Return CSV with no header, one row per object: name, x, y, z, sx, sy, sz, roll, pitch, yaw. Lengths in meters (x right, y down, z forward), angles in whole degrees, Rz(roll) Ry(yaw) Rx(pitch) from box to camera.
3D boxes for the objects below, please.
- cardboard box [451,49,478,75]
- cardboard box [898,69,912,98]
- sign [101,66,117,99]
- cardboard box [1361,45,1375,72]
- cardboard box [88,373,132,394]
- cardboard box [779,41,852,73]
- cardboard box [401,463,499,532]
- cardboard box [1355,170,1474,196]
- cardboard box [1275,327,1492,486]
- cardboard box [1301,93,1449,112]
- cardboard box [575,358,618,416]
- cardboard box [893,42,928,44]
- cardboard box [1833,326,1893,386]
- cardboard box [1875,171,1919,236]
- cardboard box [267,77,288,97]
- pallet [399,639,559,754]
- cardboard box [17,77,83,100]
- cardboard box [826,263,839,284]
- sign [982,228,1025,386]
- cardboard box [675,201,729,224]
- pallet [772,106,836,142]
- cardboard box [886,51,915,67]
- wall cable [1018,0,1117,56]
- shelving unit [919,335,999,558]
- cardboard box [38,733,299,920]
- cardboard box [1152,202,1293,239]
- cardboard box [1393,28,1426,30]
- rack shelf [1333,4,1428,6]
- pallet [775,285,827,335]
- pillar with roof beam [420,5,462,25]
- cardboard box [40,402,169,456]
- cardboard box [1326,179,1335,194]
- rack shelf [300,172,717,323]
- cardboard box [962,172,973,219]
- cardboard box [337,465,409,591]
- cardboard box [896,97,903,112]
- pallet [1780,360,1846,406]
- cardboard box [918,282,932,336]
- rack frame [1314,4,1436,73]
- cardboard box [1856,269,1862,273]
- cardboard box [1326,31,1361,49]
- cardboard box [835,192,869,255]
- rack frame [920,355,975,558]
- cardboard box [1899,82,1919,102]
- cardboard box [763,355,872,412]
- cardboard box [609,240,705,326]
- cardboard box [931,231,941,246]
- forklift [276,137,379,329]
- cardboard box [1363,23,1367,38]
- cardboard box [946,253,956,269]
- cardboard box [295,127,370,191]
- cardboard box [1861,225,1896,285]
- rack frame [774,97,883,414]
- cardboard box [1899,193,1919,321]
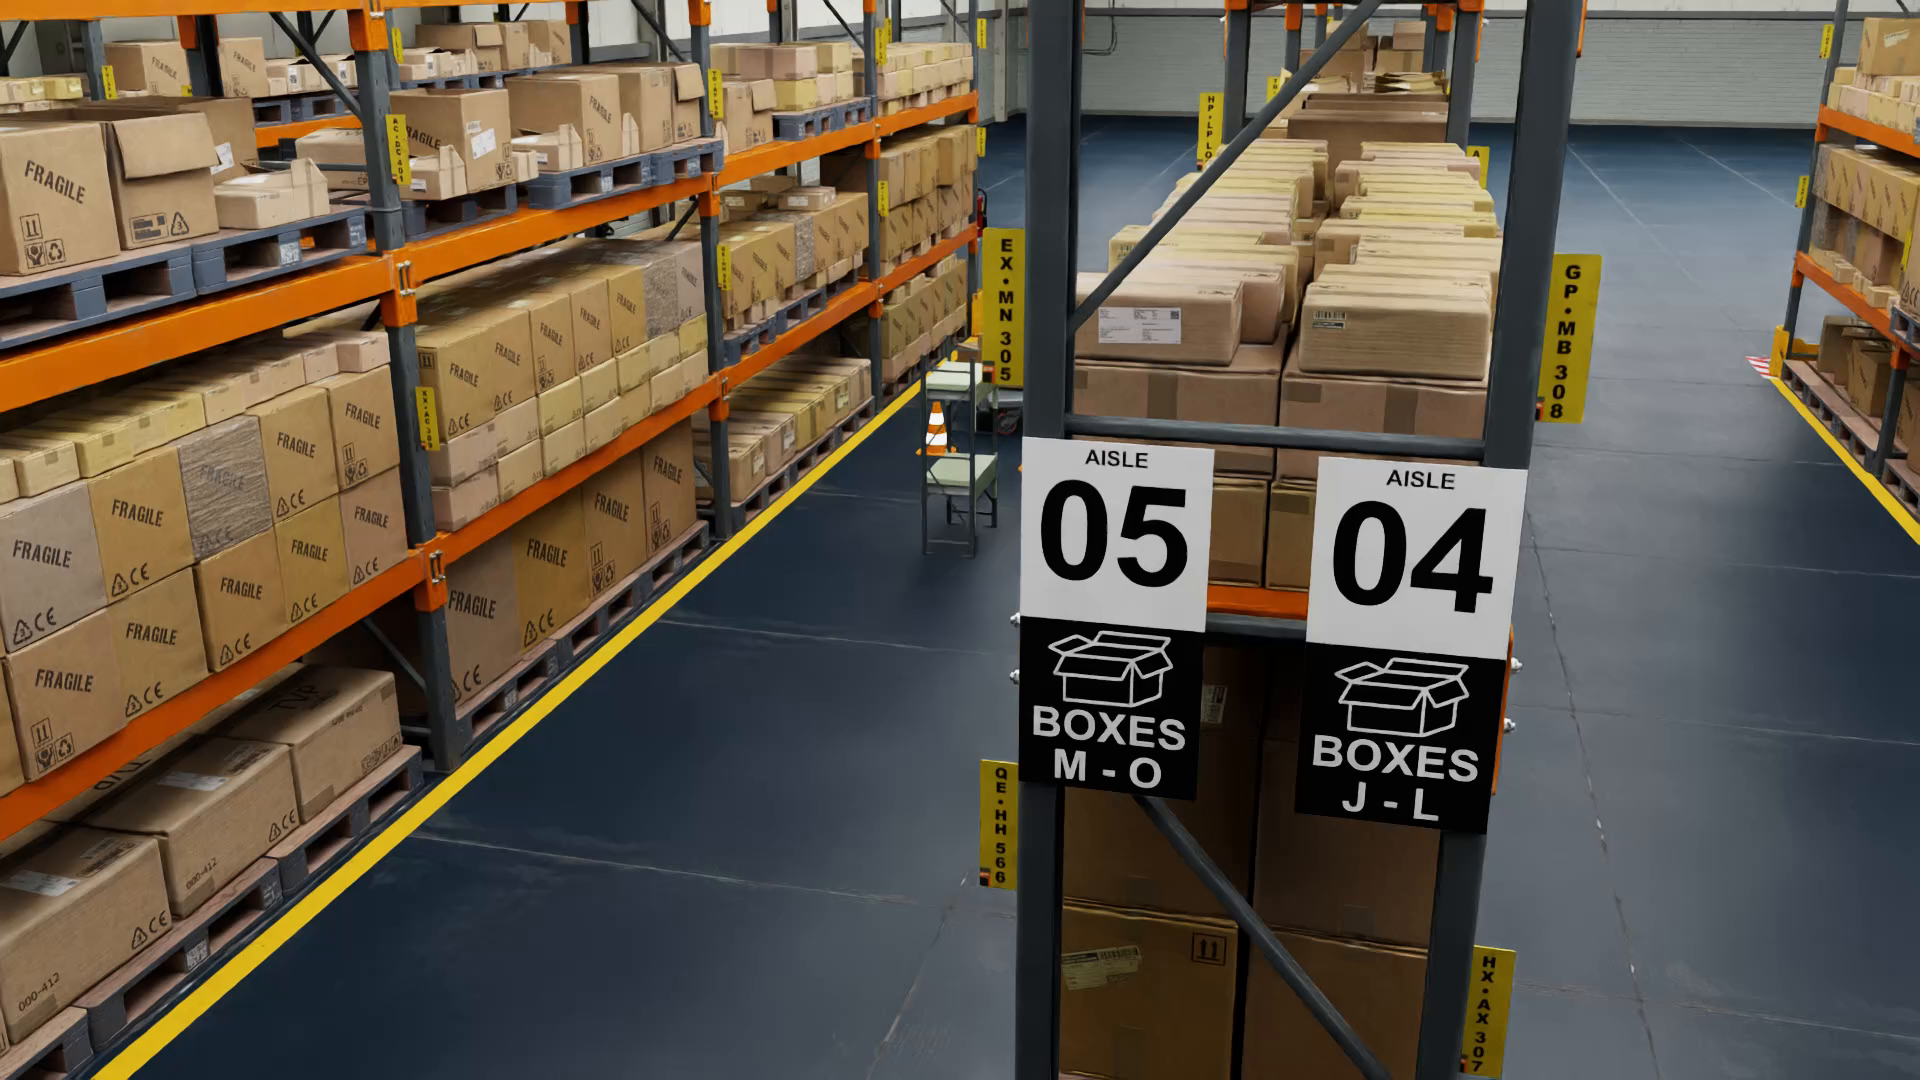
cardboard box,-5.421,-5.147,17.880,0.396,0.266,0.258,4,19,12
cardboard box,-0.774,-4.481,16.298,0.500,0.250,0.500,4,19,13
sign,-6.530,-3.471,12.769,0.100,0.325,0.005,5,19,13
cardboard box,3.556,-4.423,15.322,0.500,0.250,0.500,5,19,13
cardboard box,-3.829,-0.636,7.203,0.380,0.149,0.250,4,19,12
cardboard box,-1.282,-4.306,14.820,0.500,0.250,0.500,5,20,15
cardboard box,-2.855,-0.252,9.017,0.500,0.250,0.500,4,19,12
cardboard box,1.548,-1.173,5.683,0.380,0.149,0.250,4,19,11
cardboard box,0.990,-0.298,3.738,0.500,0.250,0.500,5,19,14
cardboard box,2.111,-1.988,8.416,0.797,0.503,0.637,4,19,13
cardboard box,-2.467,-0.968,10.338,0.500,0.250,0.500,4,19,12
cardboard box,-0.572,-5.550,18.810,0.380,0.149,0.250,5,19,13
cardboard box,9.041,-1.816,16.581,0.500,0.500,0.500,10,21,28
cardboard box,8.309,-2.912,14.410,0.500,0.500,0.500,5,19,13
cardboard box,-6.241,-4.041,14.820,0.380,0.149,0.250,4,19,13
pallet,-3.103,0.866,9.826,1.003,0.211,1.213,5,19,13
cardboard box,-6.853,-3.397,12.508,0.380,0.149,0.250,5,20,15
cardboard box,-1.291,-2.365,14.710,0.380,0.149,0.250,5,19,14
sign,0.095,-0.482,3.446,0.100,0.325,0.005,5,19,13
cardboard box,-2.115,-2.689,13.650,0.380,0.149,0.250,4,19,11
pallet,-1.769,-3.534,14.042,1.213,0.211,1.003,5,19,13
cardboard box,-0.661,-4.792,16.591,0.380,0.149,0.250,4,19,12
wall cable,3.187,-15.802,49.834,3.097,2.526,0.112,5,19,13
shelving unit,0.002,-0.712,12.451,0.431,1.500,0.755,5,19,13
cardboard box,-3.695,1.277,7.623,0.875,0.438,0.875,4,19,12
cardboard box,0.768,-0.893,4.863,0.380,0.149,0.250,5,20,15
cardboard box,4.226,-4.685,15.474,0.380,0.149,0.250,5,19,14
rack shelf,4.049,-5.290,15.986,1.077,0.370,4.000,5,19,13
pallet,-1.798,-1.993,14.177,1.003,0.211,1.213,5,19,13
pillar with roof beam,-1.971,-6.710,18.410,9.100,9.000,0.400,5,19,13
cardboard box,-3.405,-0.438,6.624,0.380,0.149,0.250,5,19,13
cardboard box,1.256,-1.300,6.671,0.500,0.250,0.500,5,20,15
rack shelf,-2.730,-1.912,10.117,1.077,0.370,4.000,5,19,13
cardboard box,-0.152,-3.963,19.036,0.500,0.500,0.500,4,19,12
cardboard box,-3.084,-0.088,8.149,0.500,0.500,0.500,5,19,14
cardboard box,-0.779,-4.332,16.477,0.380,0.149,0.250,5,20,15
pallet,9.071,-1.589,17.014,1.003,0.211,1.213,5,19,13
cardboard box,-0.611,-2.461,17.695,0.500,0.500,0.500,6,20,16
rack frame,3.560,-5.193,13.970,1.000,3.000,0.127,5,19,13
cardboard box,8.629,-2.444,15.590,0.380,0.149,0.250,5,19,13
cardboard box,3.341,-4.418,14.691,0.380,0.149,0.250,4,19,13
cardboard box,-1.155,-2.937,15.382,0.500,0.500,0.500,4,19,12
rack frame,-0.088,-0.597,12.115,0.400,1.500,0.023,5,19,13
cardboard box,8.318,-3.843,14.273,0.380,0.149,0.250,4,19,12
cardboard box,-1.390,-1.504,15.866,0.950,0.372,0.625,5,19,14
cardboard box,-2.114,-1.797,11.608,0.500,0.500,0.500,4,19,12
cardboard box,-0.416,-3.308,18.120,0.380,0.149,0.250,4,19,13
forklift,-5.315,-1.733,13.226,3.031,2.935,1.130,4,19,11
cardboard box,3.961,-5.215,17.024,0.380,0.149,0.250,5,19,14
cardboard box,-0.254,-3.134,18.664,0.380,0.149,0.250,5,20,15
cardboard box,-3.207,-2.075,8.969,0.500,0.311,0.500,5,19,13
cardboard box,8.696,-2.574,14.967,0.875,0.500,0.500,5,19,13
rack frame,-1.264,-2.713,15.991,1.000,3.000,0.127,5,19,13
cardboard box,8.015,-2.175,12.838,1.000,1.000,1.000,5,19,14
